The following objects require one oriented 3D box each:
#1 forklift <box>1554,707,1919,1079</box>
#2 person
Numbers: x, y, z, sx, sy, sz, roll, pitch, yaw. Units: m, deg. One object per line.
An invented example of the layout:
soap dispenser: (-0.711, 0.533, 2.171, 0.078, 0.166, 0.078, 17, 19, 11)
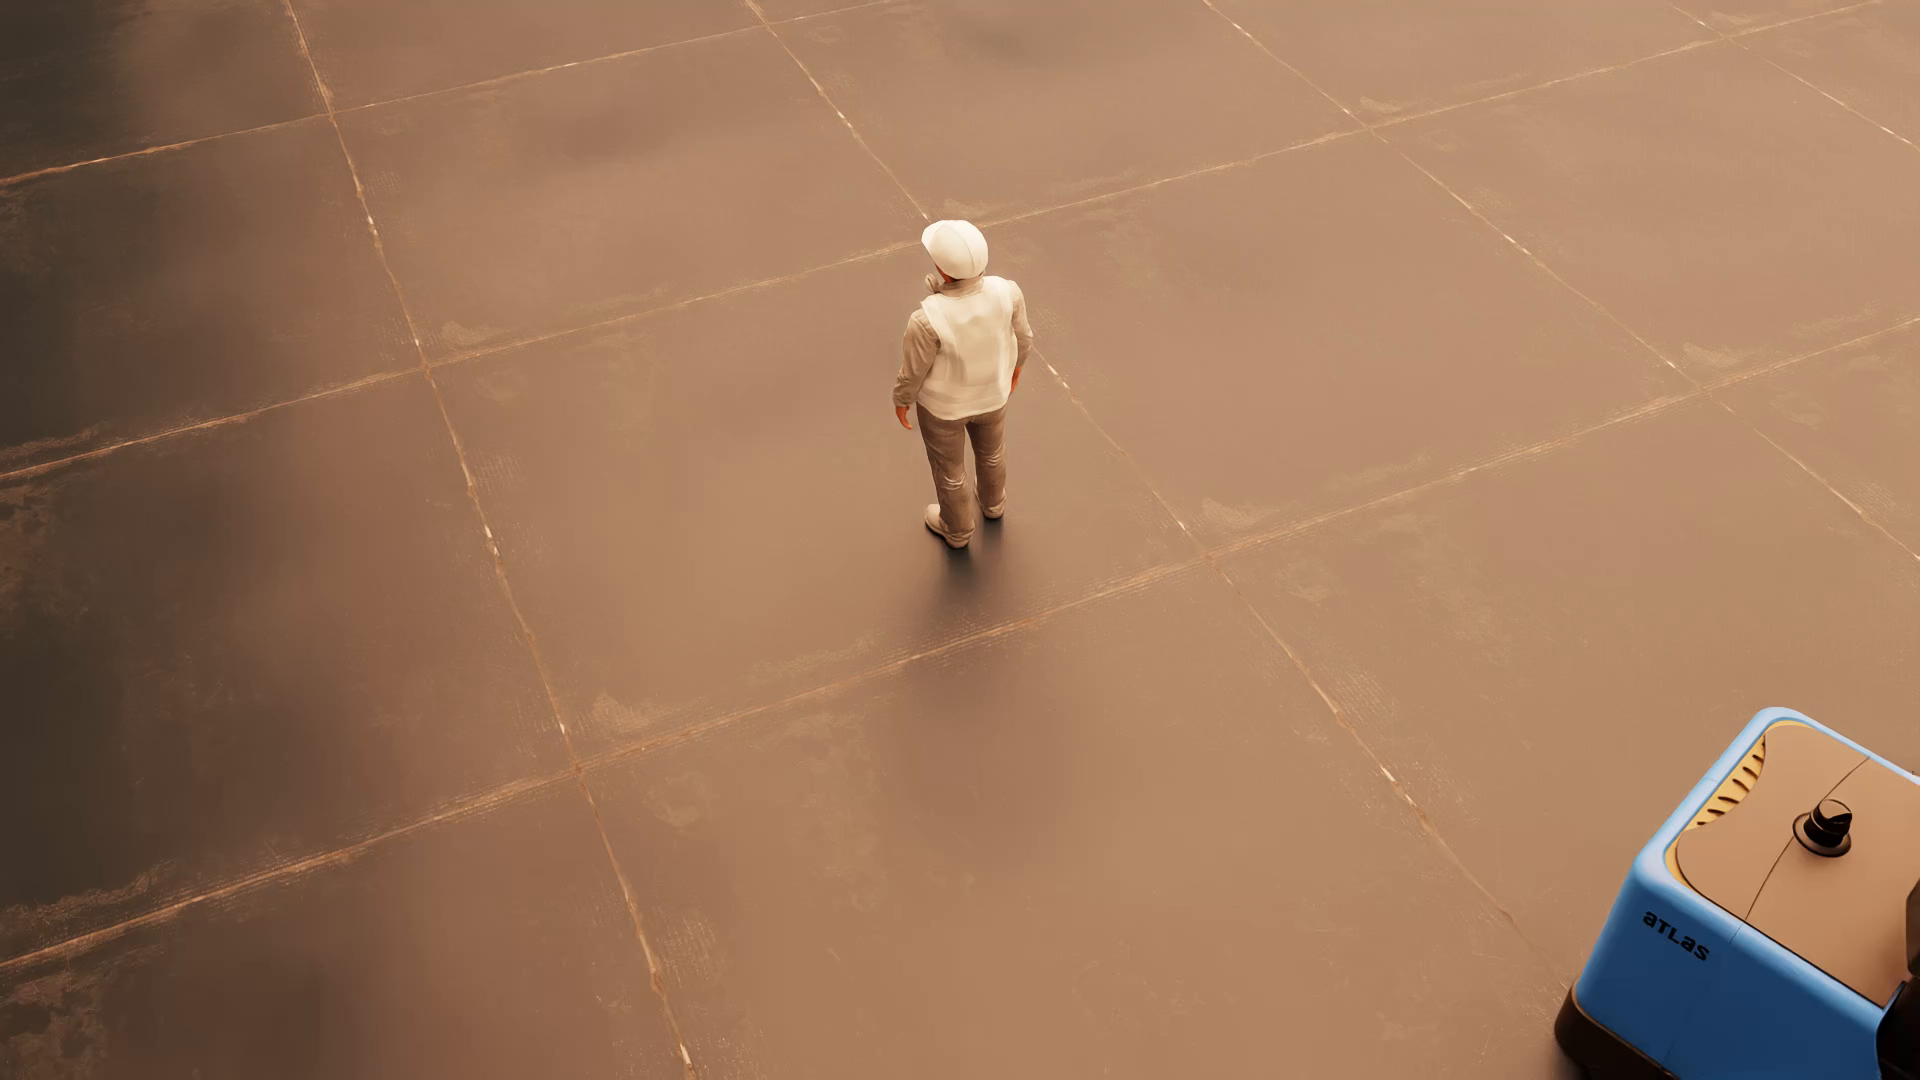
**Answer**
forklift: (3.496, 1.199, 4.396, 3.031, 2.935, 1.130, 34, 53, 31)
person: (-0.019, -0.695, 7.261, 0.632, 1.773, 0.568, -18, 46, -18)
